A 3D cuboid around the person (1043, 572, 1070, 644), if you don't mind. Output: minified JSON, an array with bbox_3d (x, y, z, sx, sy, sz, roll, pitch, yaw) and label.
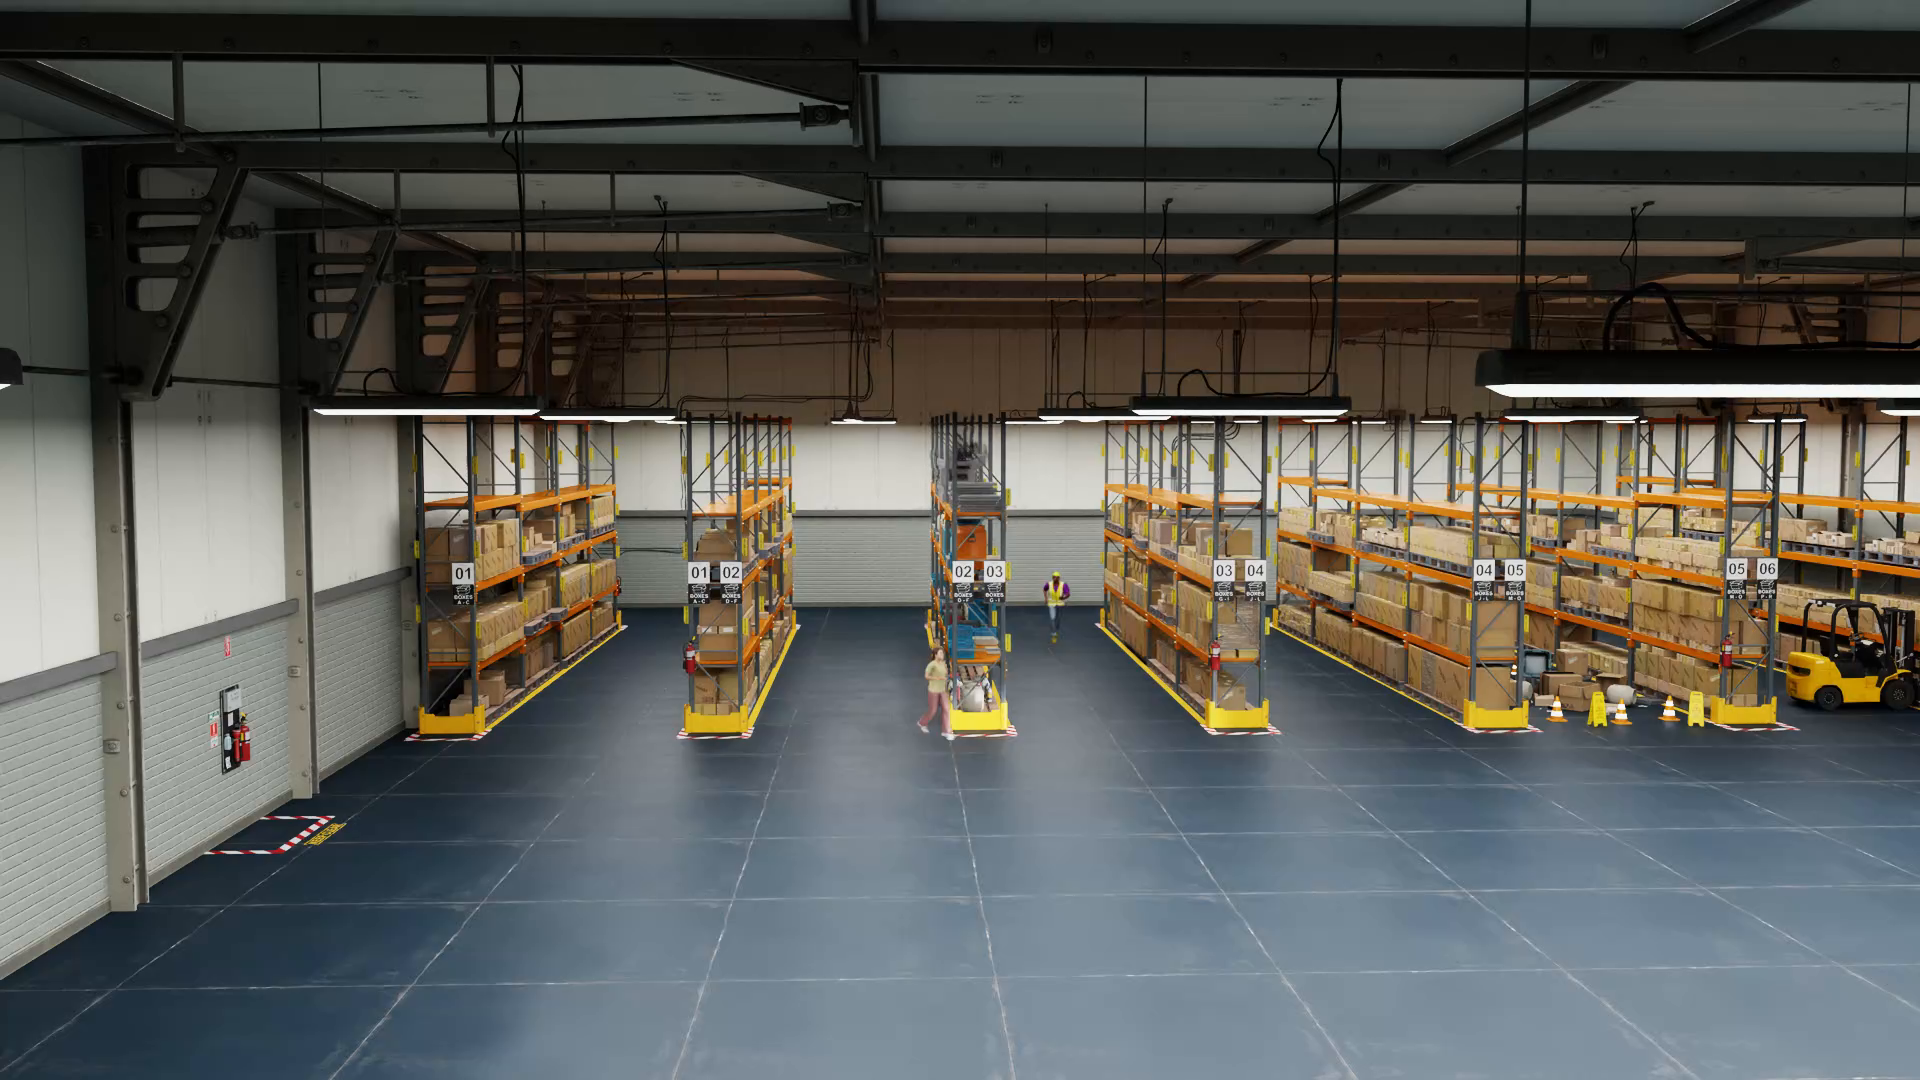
[{"bbox_3d":[2.503,1.710,42.768,0.661,1.794,1.043,0,4,-5],"label":"person"}]

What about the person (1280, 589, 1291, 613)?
[{"bbox_3d":[9.607,1.582,48.955,0.621,1.638,0.650,-1,4,-10],"label":"person"}]

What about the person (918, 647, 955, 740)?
[{"bbox_3d":[-0.464,2.804,30.559,0.898,1.690,0.560,3,5,41],"label":"person"}]
